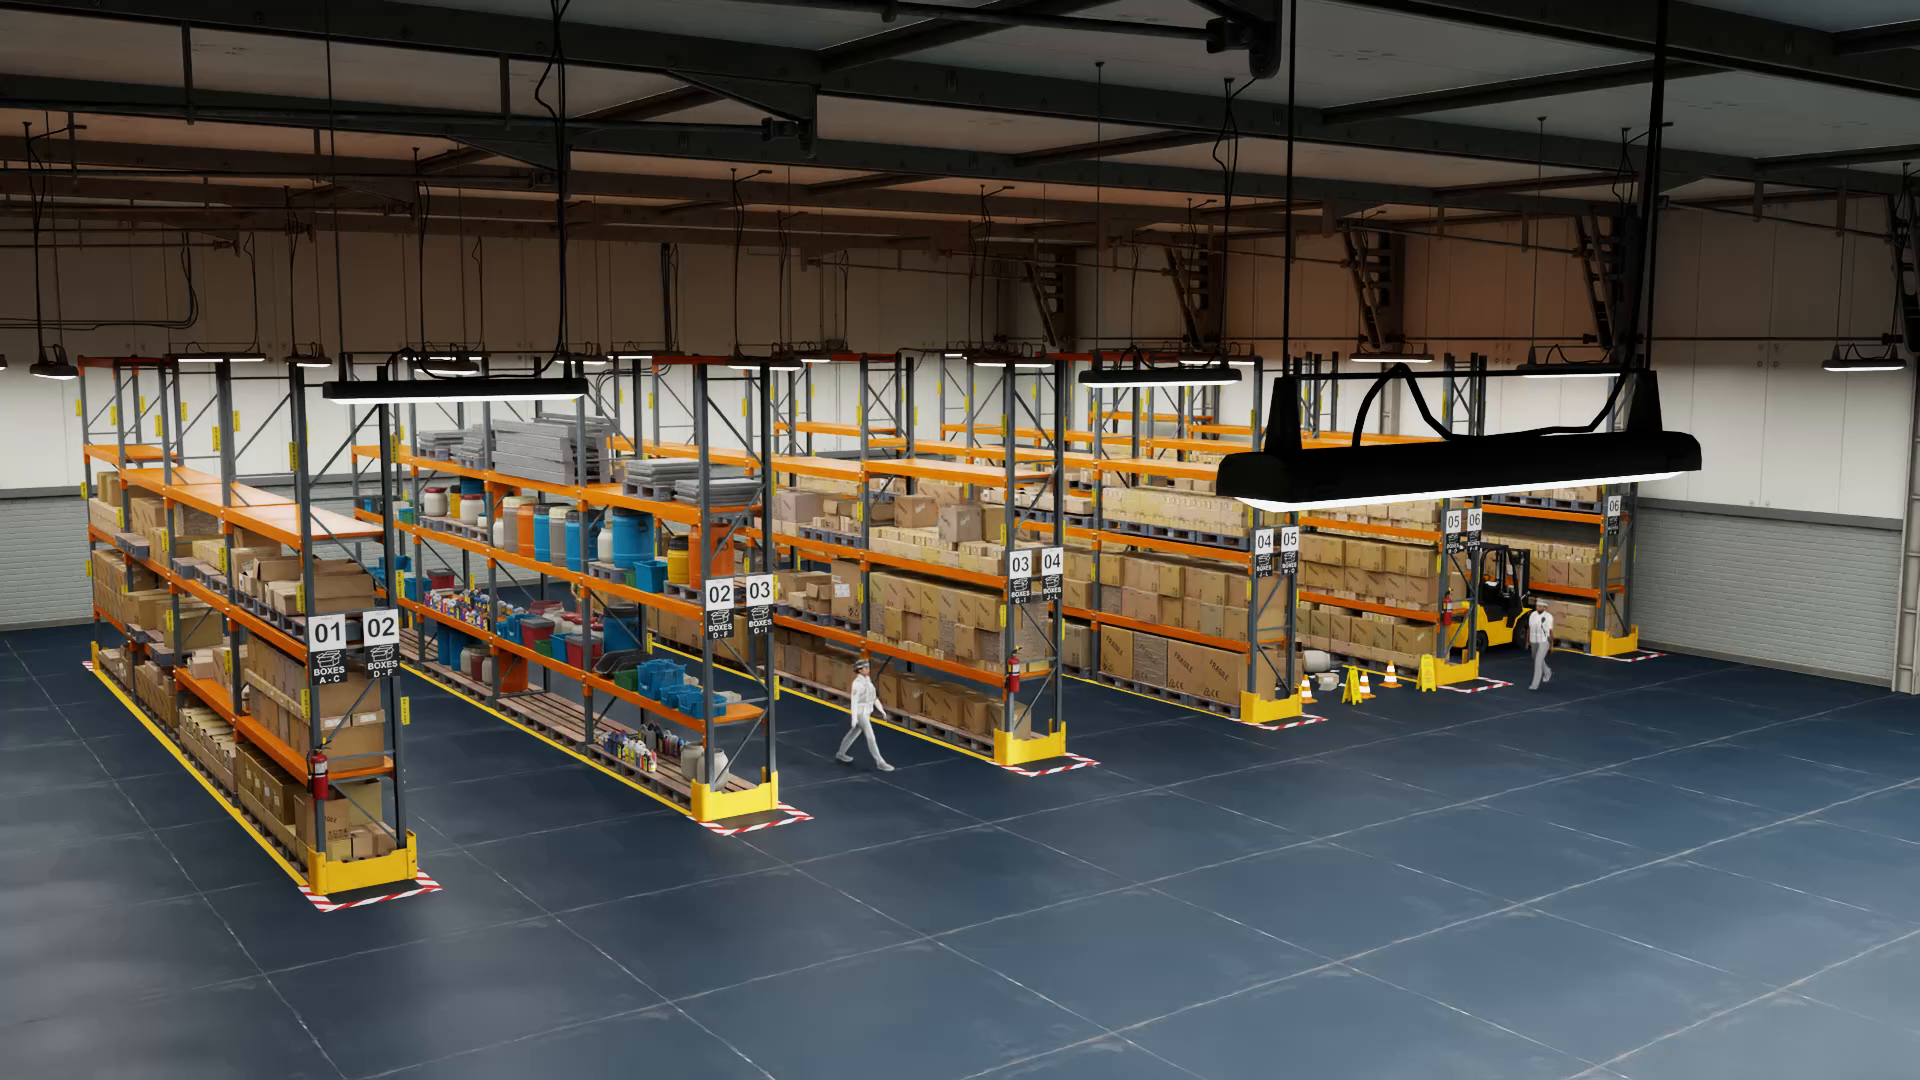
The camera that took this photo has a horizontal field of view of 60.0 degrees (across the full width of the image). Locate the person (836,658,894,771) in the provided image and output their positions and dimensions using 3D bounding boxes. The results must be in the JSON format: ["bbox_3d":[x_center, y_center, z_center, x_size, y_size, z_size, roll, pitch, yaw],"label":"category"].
[{"bbox_3d":[-1.400,2.529,24.489,1.073,1.615,0.535,3,8,25],"label":"person"}]

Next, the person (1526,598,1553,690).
[{"bbox_3d":[10.550,1.845,30.190,0.923,1.646,0.463,-6,9,-41],"label":"person"}]

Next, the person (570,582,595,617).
[{"bbox_3d":[-7.950,1.297,35.118,0.595,1.580,0.688,-3,8,-25],"label":"person"}]
